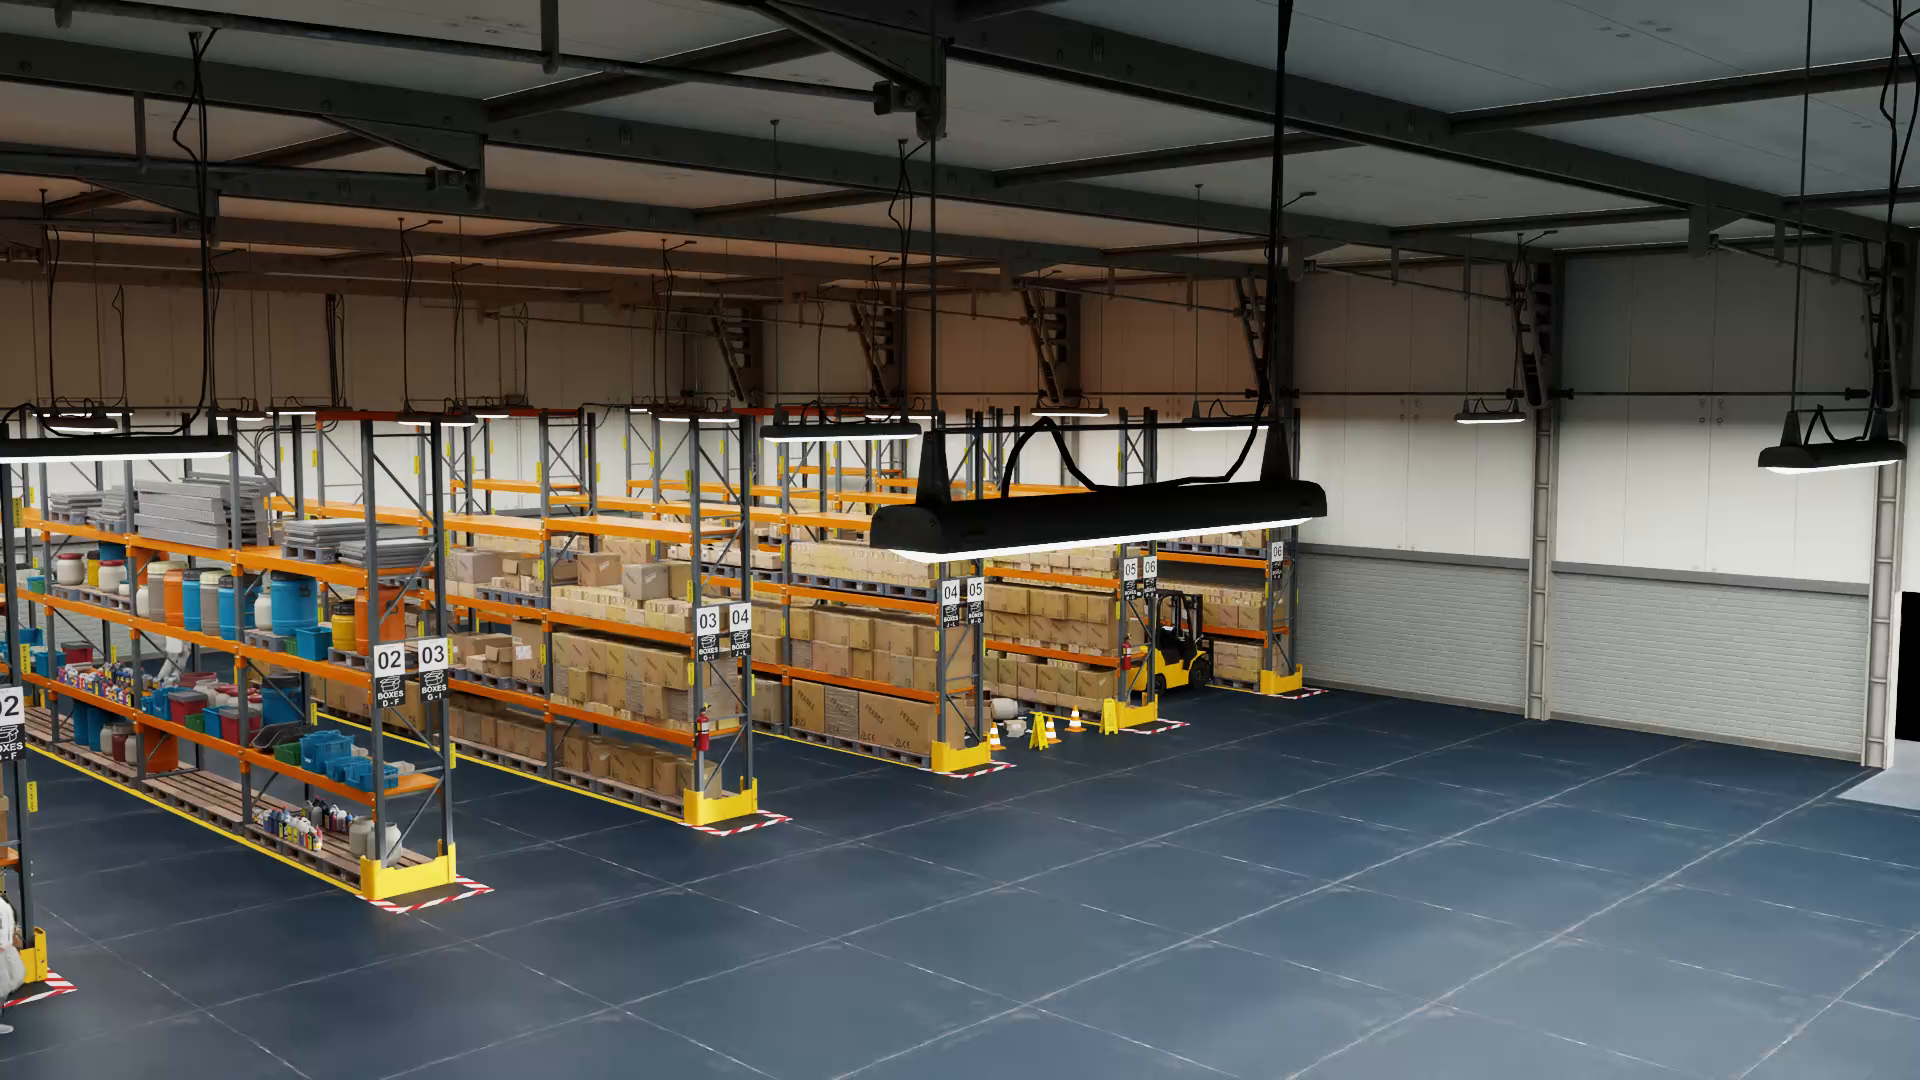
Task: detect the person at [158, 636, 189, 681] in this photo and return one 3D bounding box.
[{"bbox_3d":[-17.132,2.241,36.286,0.785,1.834,0.688,-3,6,-30],"label":"person"}]

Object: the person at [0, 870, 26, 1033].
[{"bbox_3d":[-9.629,4.068,16.578,0.512,1.633,0.645,-1,5,-6],"label":"person"}]
